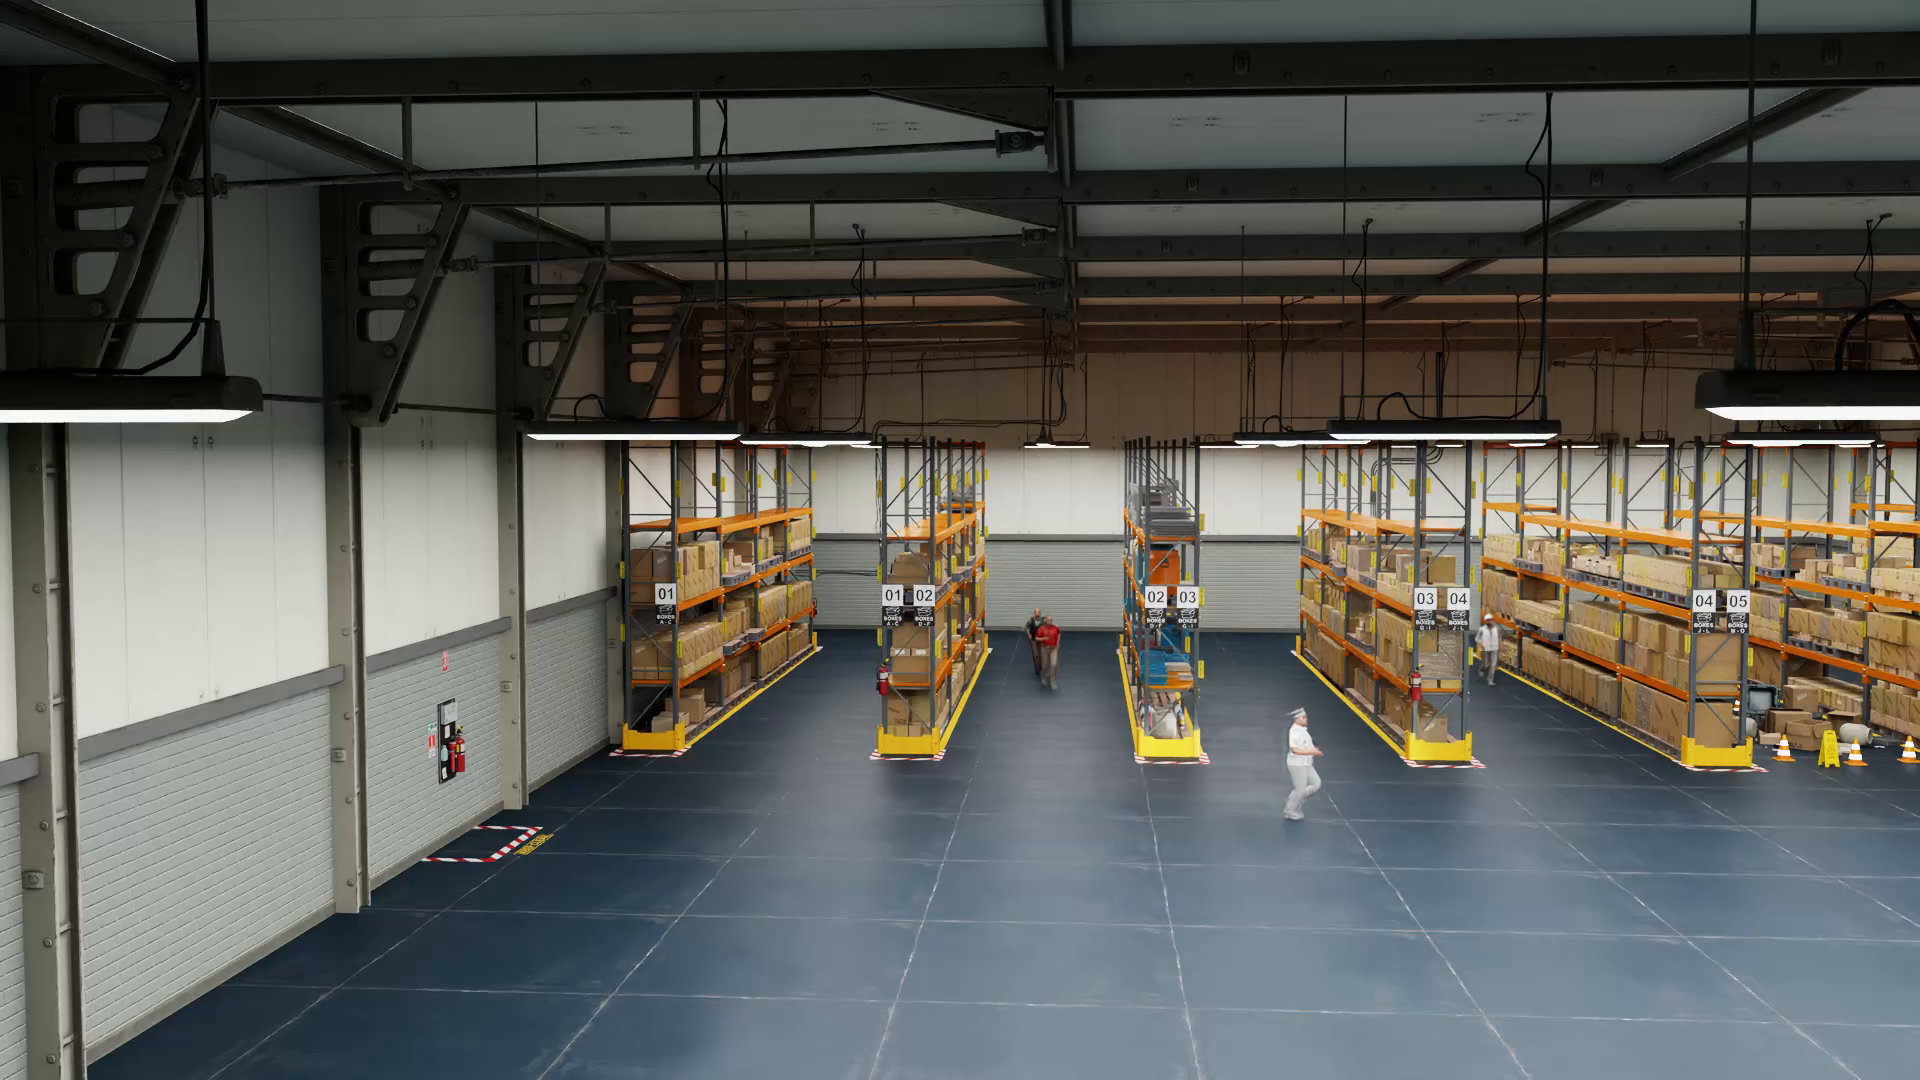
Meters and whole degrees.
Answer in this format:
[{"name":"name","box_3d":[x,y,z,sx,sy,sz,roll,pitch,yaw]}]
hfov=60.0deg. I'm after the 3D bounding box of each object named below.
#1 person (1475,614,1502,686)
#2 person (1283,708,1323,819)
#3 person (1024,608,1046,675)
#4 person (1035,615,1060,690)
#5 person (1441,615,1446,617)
[{"name":"person","box_3d":[12.978,2.689,40.728,0.676,1.737,0.759,0,3,2]},{"name":"person","box_3d":[5.336,3.470,25.751,0.645,1.755,0.640,2,3,27]},{"name":"person","box_3d":[1.981,2.591,42.727,0.671,1.691,0.649,0,3,2]},{"name":"person","box_3d":[2.137,2.692,40.068,0.652,1.748,0.894,0,3,-7]},{"name":"person","box_3d":[13.388,2.429,46.692,0.616,1.690,0.775,2,4,38]}]
